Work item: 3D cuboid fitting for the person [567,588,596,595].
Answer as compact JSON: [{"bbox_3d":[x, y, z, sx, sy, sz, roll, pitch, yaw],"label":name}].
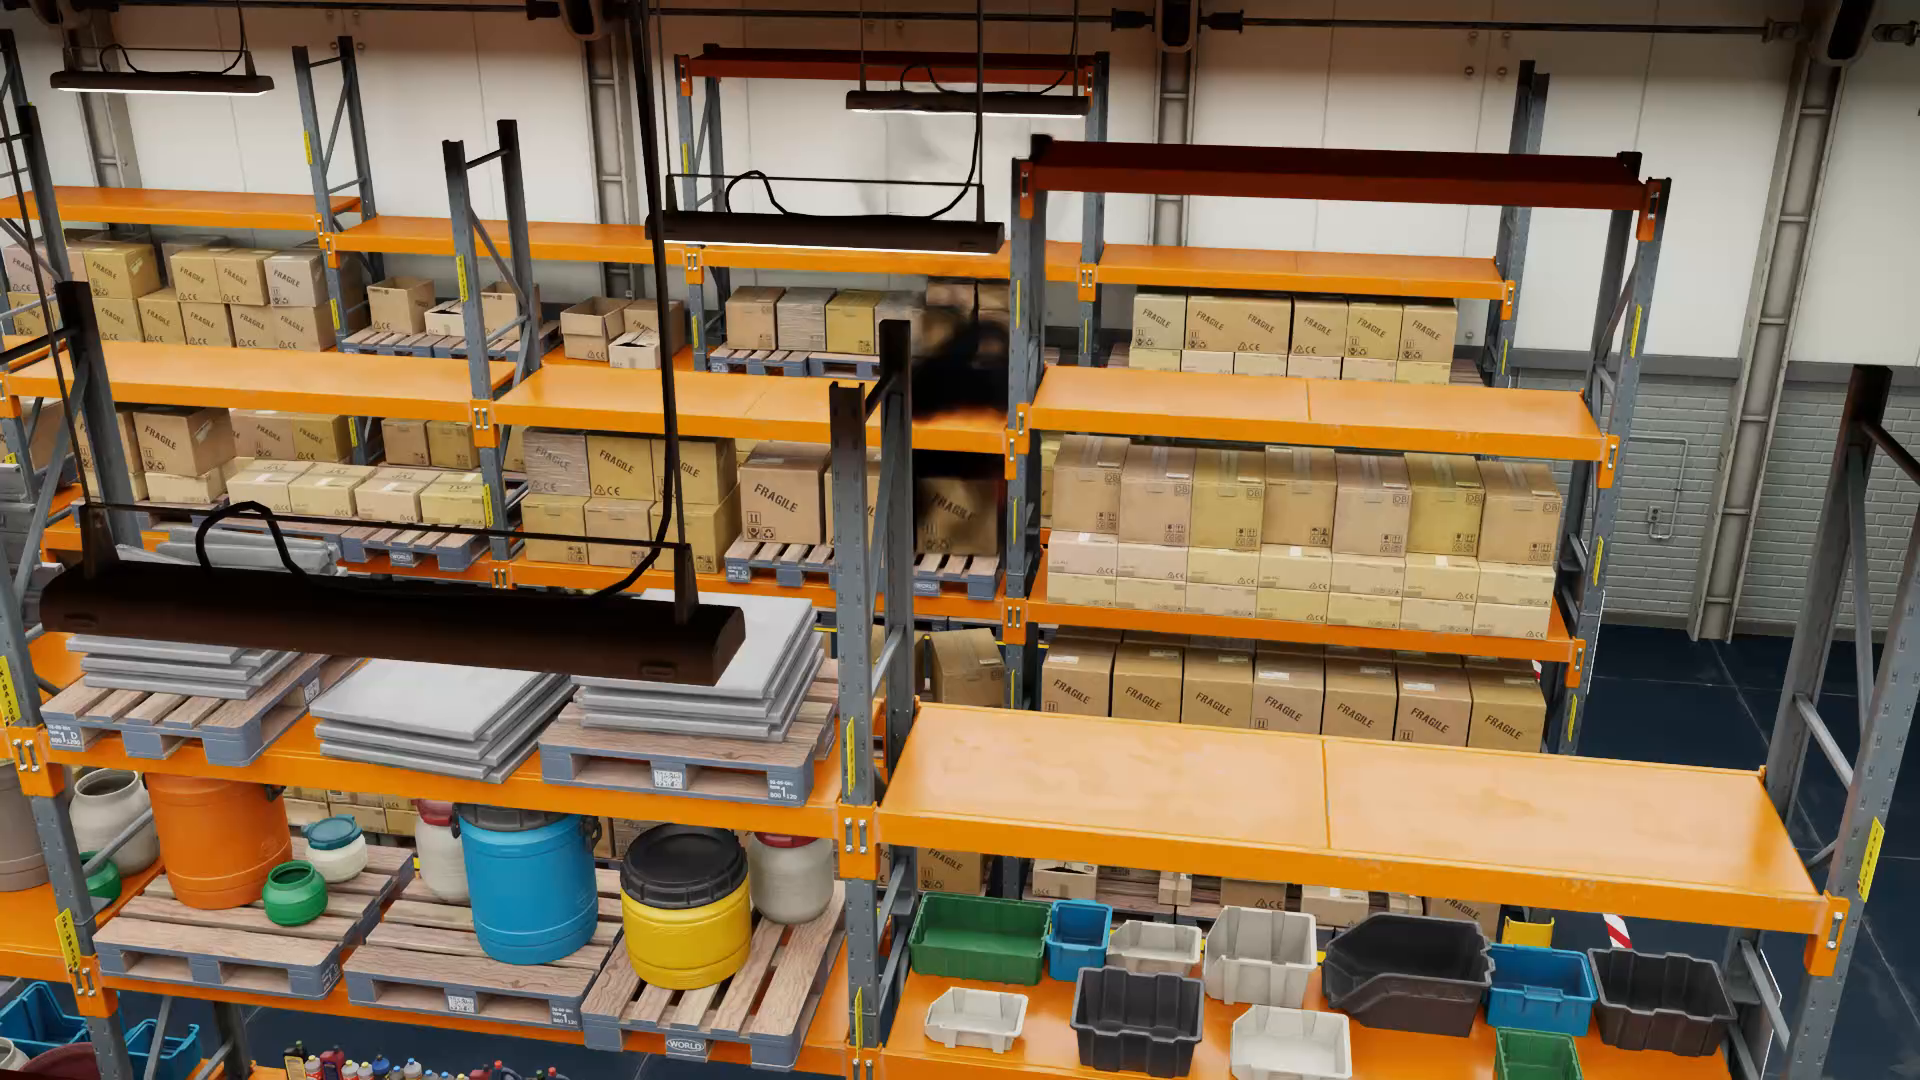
[{"bbox_3d":[-3.596,0.861,16.181,0.856,1.696,0.593,1,23,3],"label":"person"}]
